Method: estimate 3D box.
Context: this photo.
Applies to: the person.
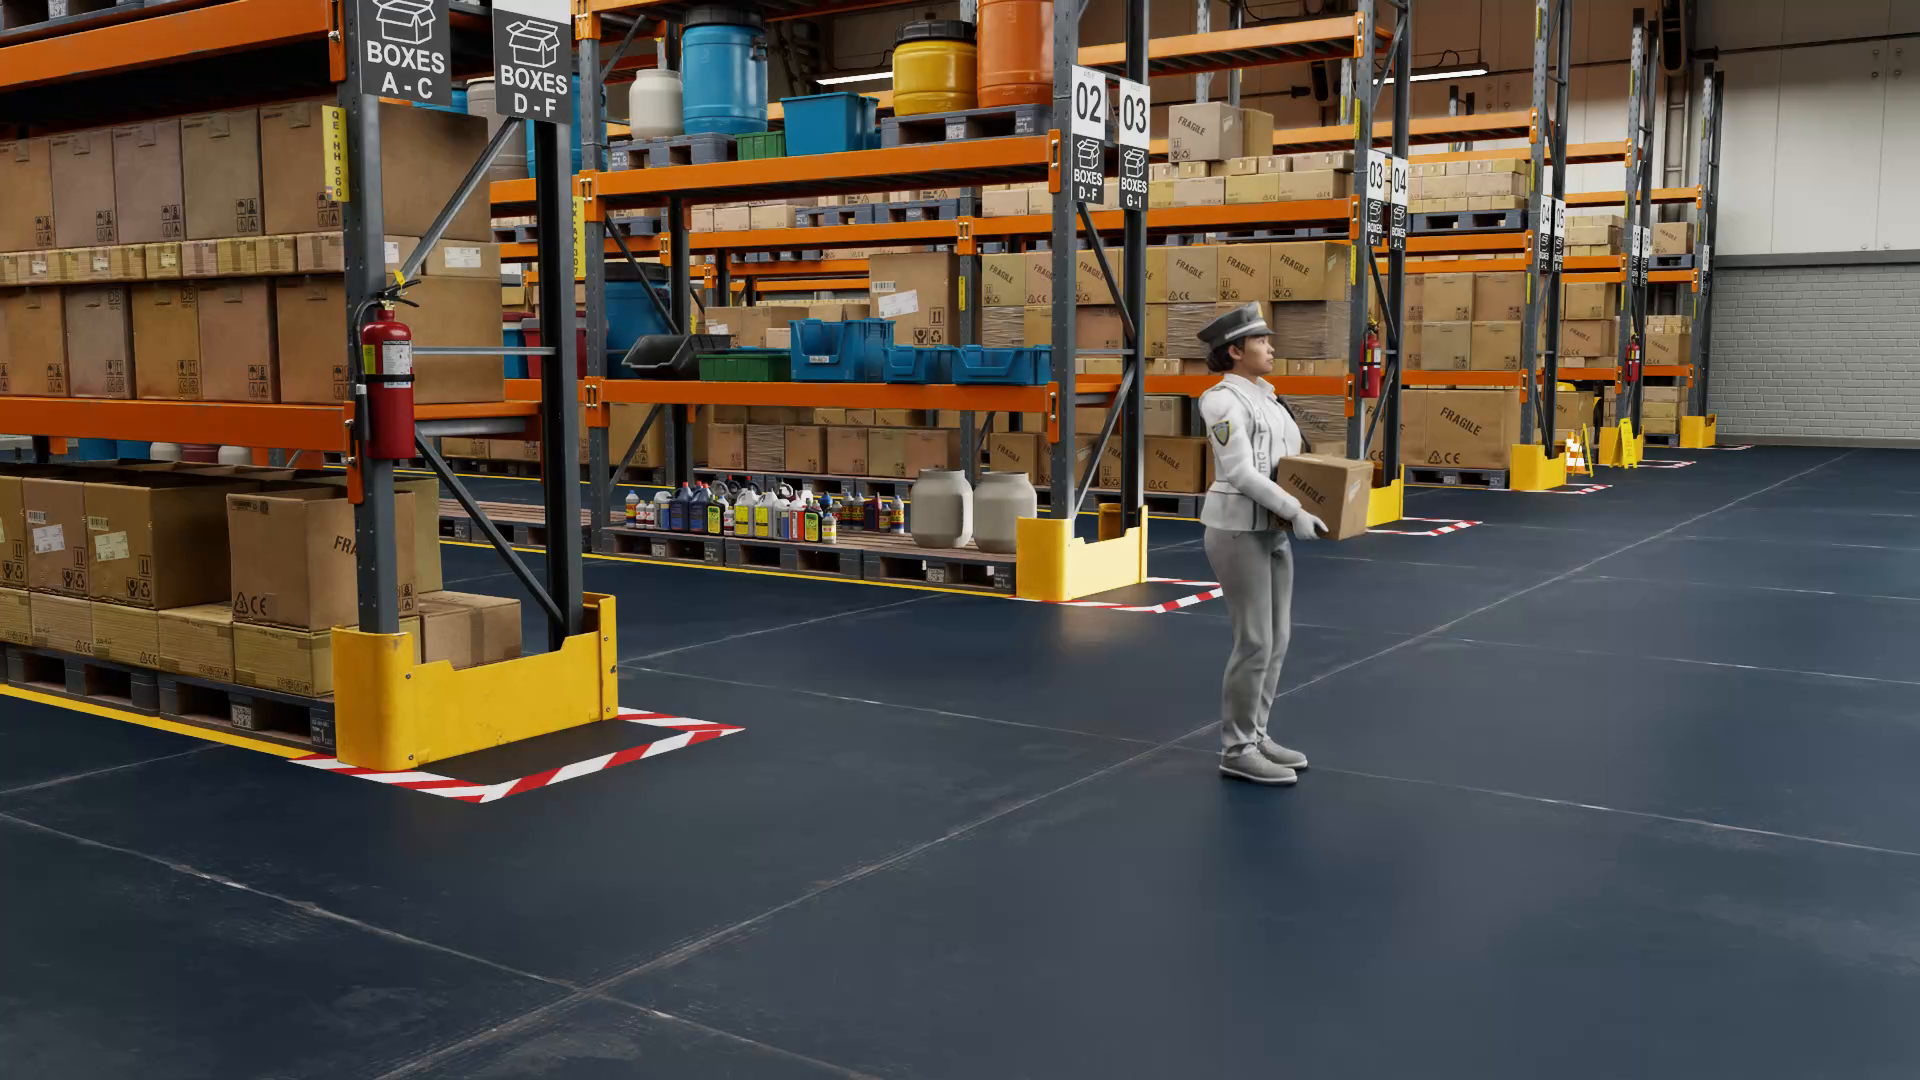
[{"bbox_3d":[1.093,-0.002,5.902,0.555,1.687,0.461,4,8,34],"label":"person"}]
